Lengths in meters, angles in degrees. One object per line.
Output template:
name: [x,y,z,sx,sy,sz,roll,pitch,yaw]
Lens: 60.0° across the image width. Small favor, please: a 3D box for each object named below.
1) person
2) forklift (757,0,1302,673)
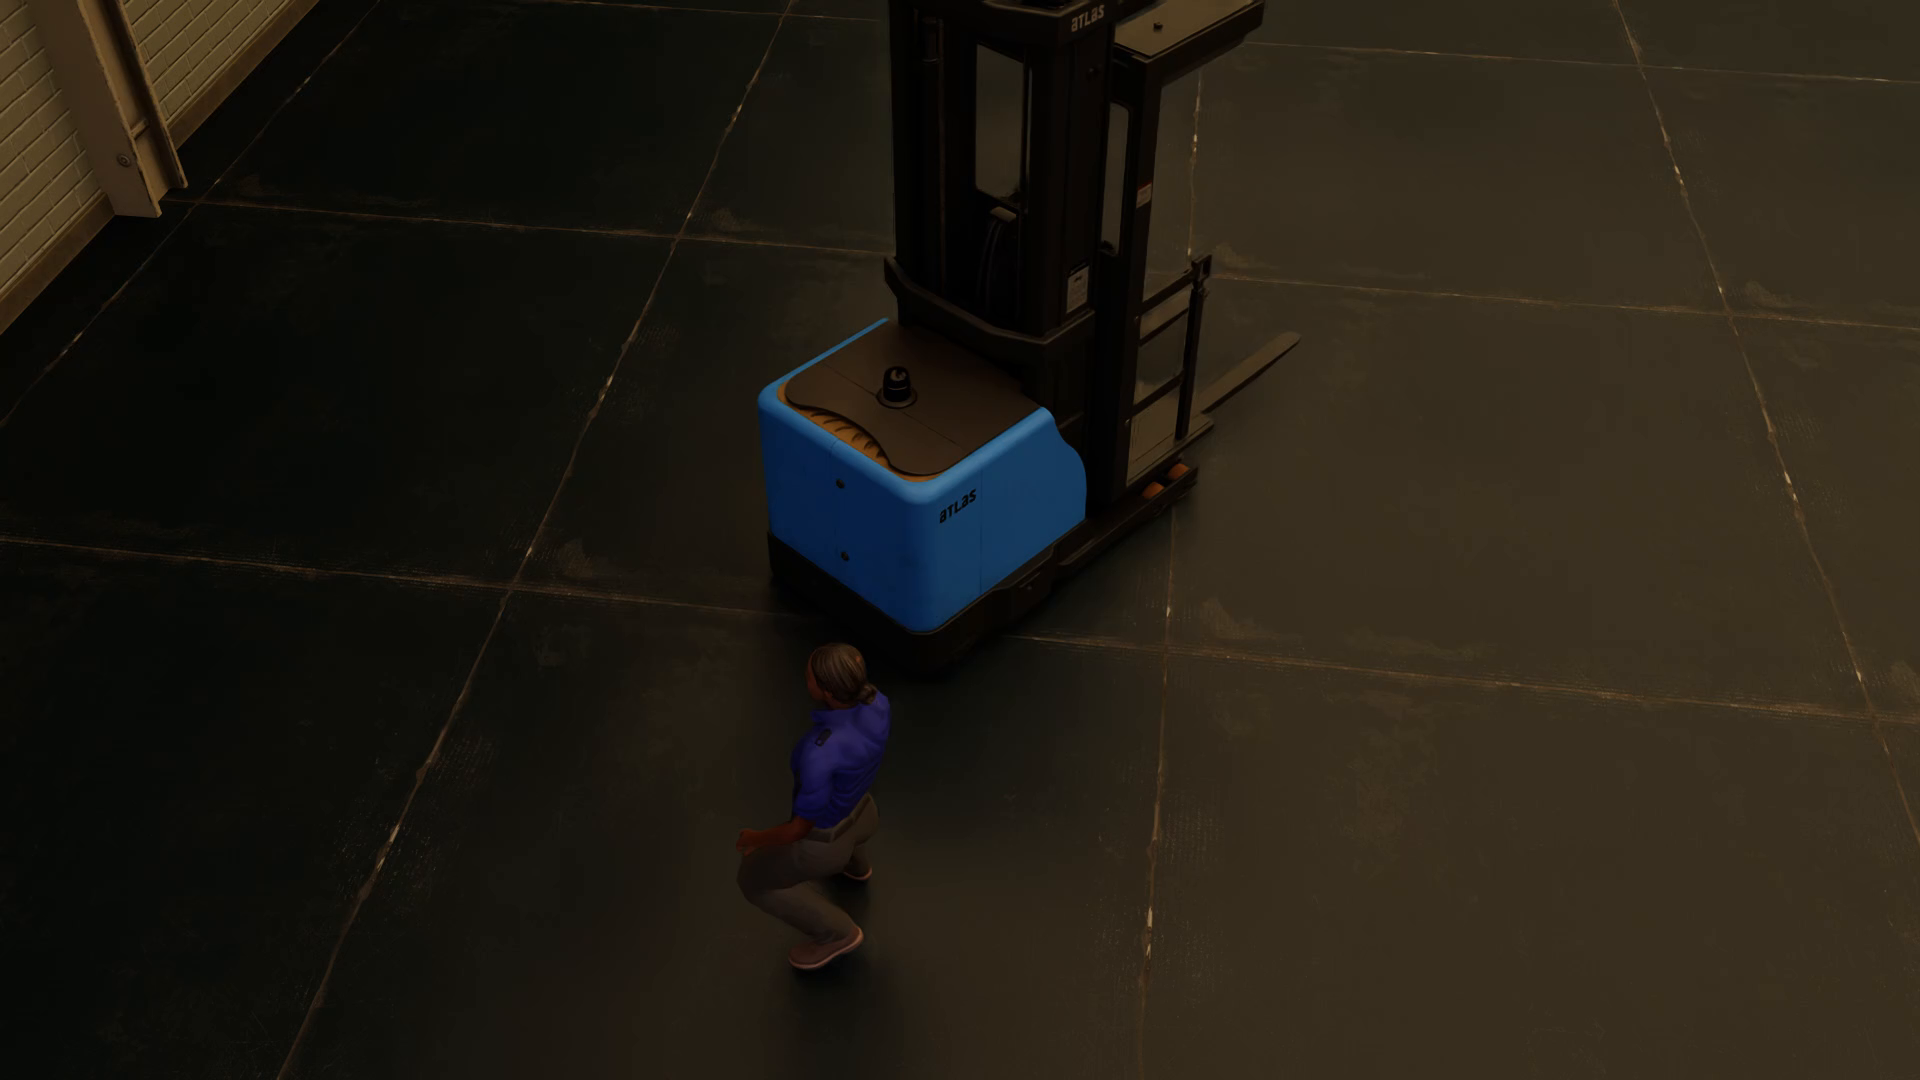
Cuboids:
person: [-0.492,0.874,5.781,0.547,1.559,0.700,22,47,22]
forklift: [0.511,-1.407,7.255,1.130,2.935,3.031,33,52,31]
